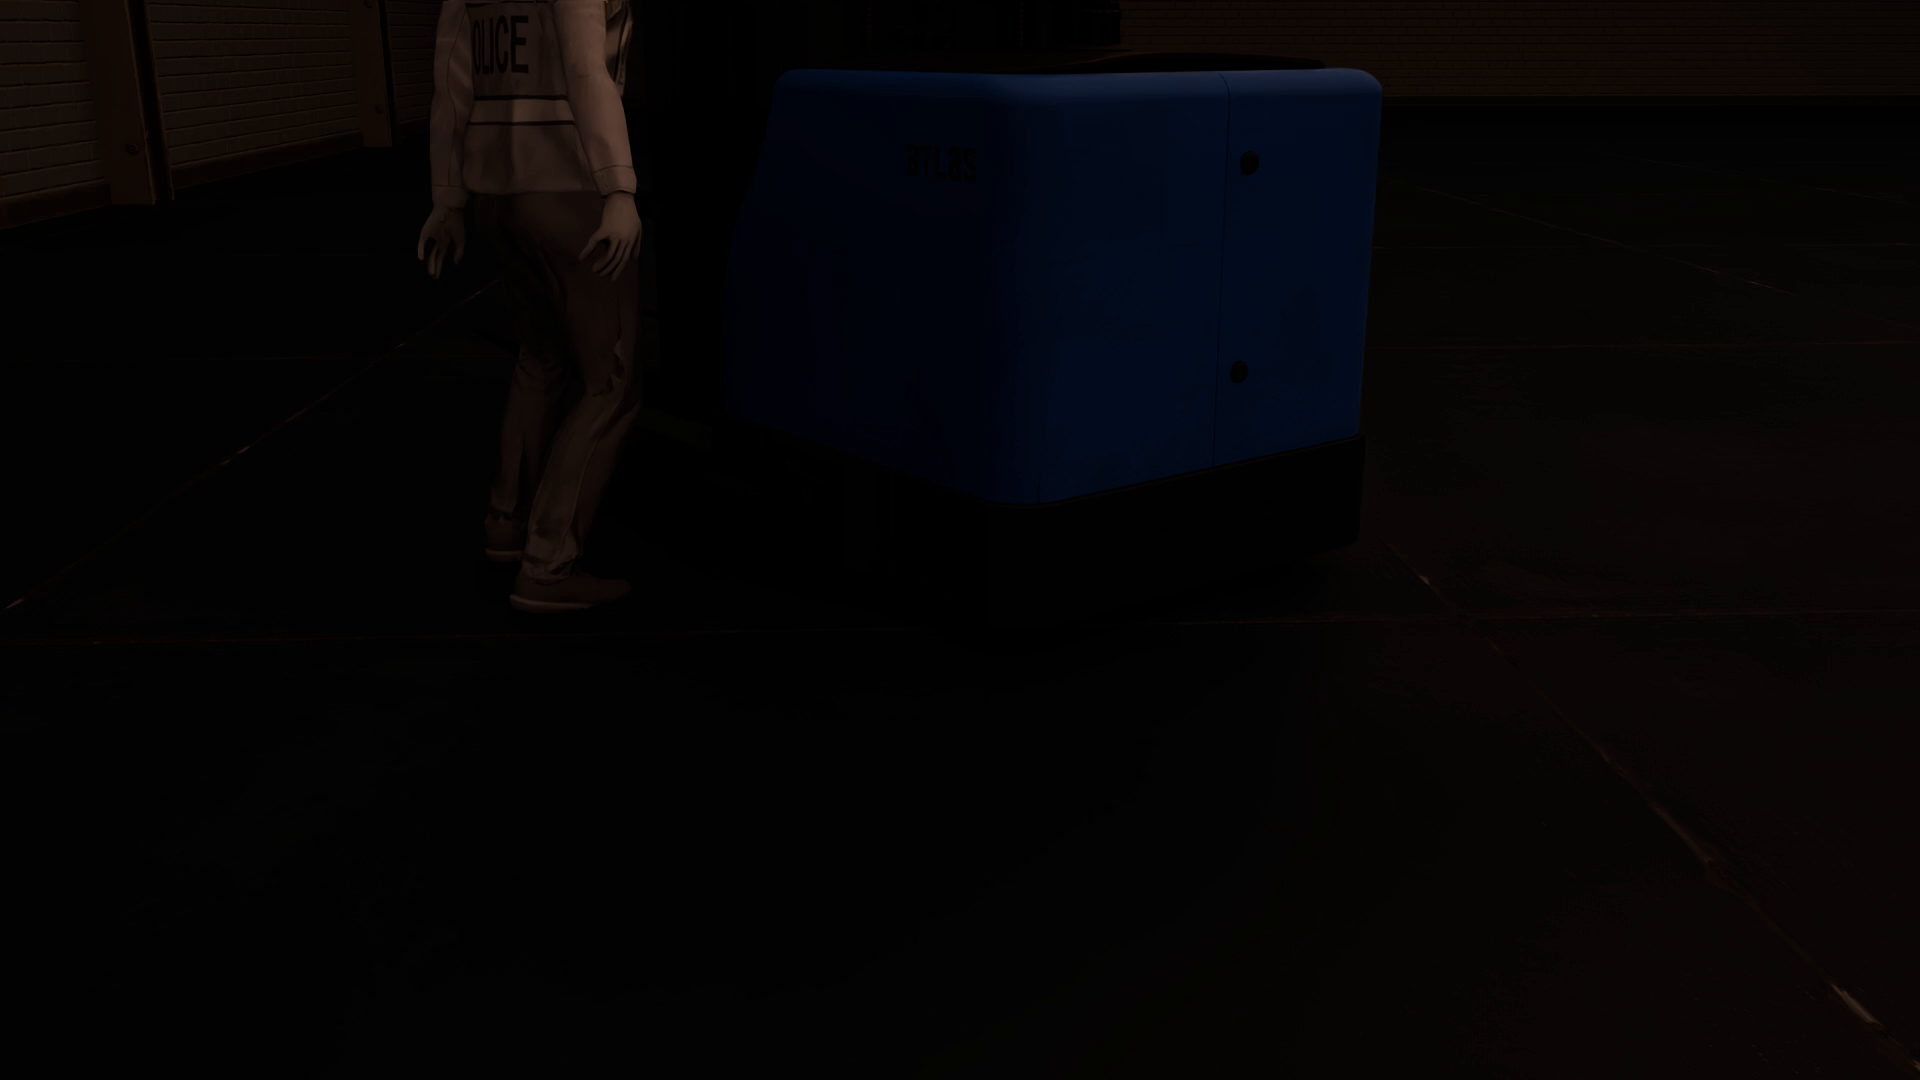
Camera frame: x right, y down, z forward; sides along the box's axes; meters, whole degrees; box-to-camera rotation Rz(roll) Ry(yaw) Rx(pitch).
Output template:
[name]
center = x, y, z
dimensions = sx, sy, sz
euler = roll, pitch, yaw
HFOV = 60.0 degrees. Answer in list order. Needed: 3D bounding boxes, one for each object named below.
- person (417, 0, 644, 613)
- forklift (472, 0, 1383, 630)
[person]
center = -0.854, -0.672, 3.401
dimensions = 0.417, 1.641, 0.809
euler = -15, 22, -40
[forklift]
center = -0.410, -1.596, 4.125
dimensions = 1.130, 2.935, 3.031
euler = -13, 21, -36
